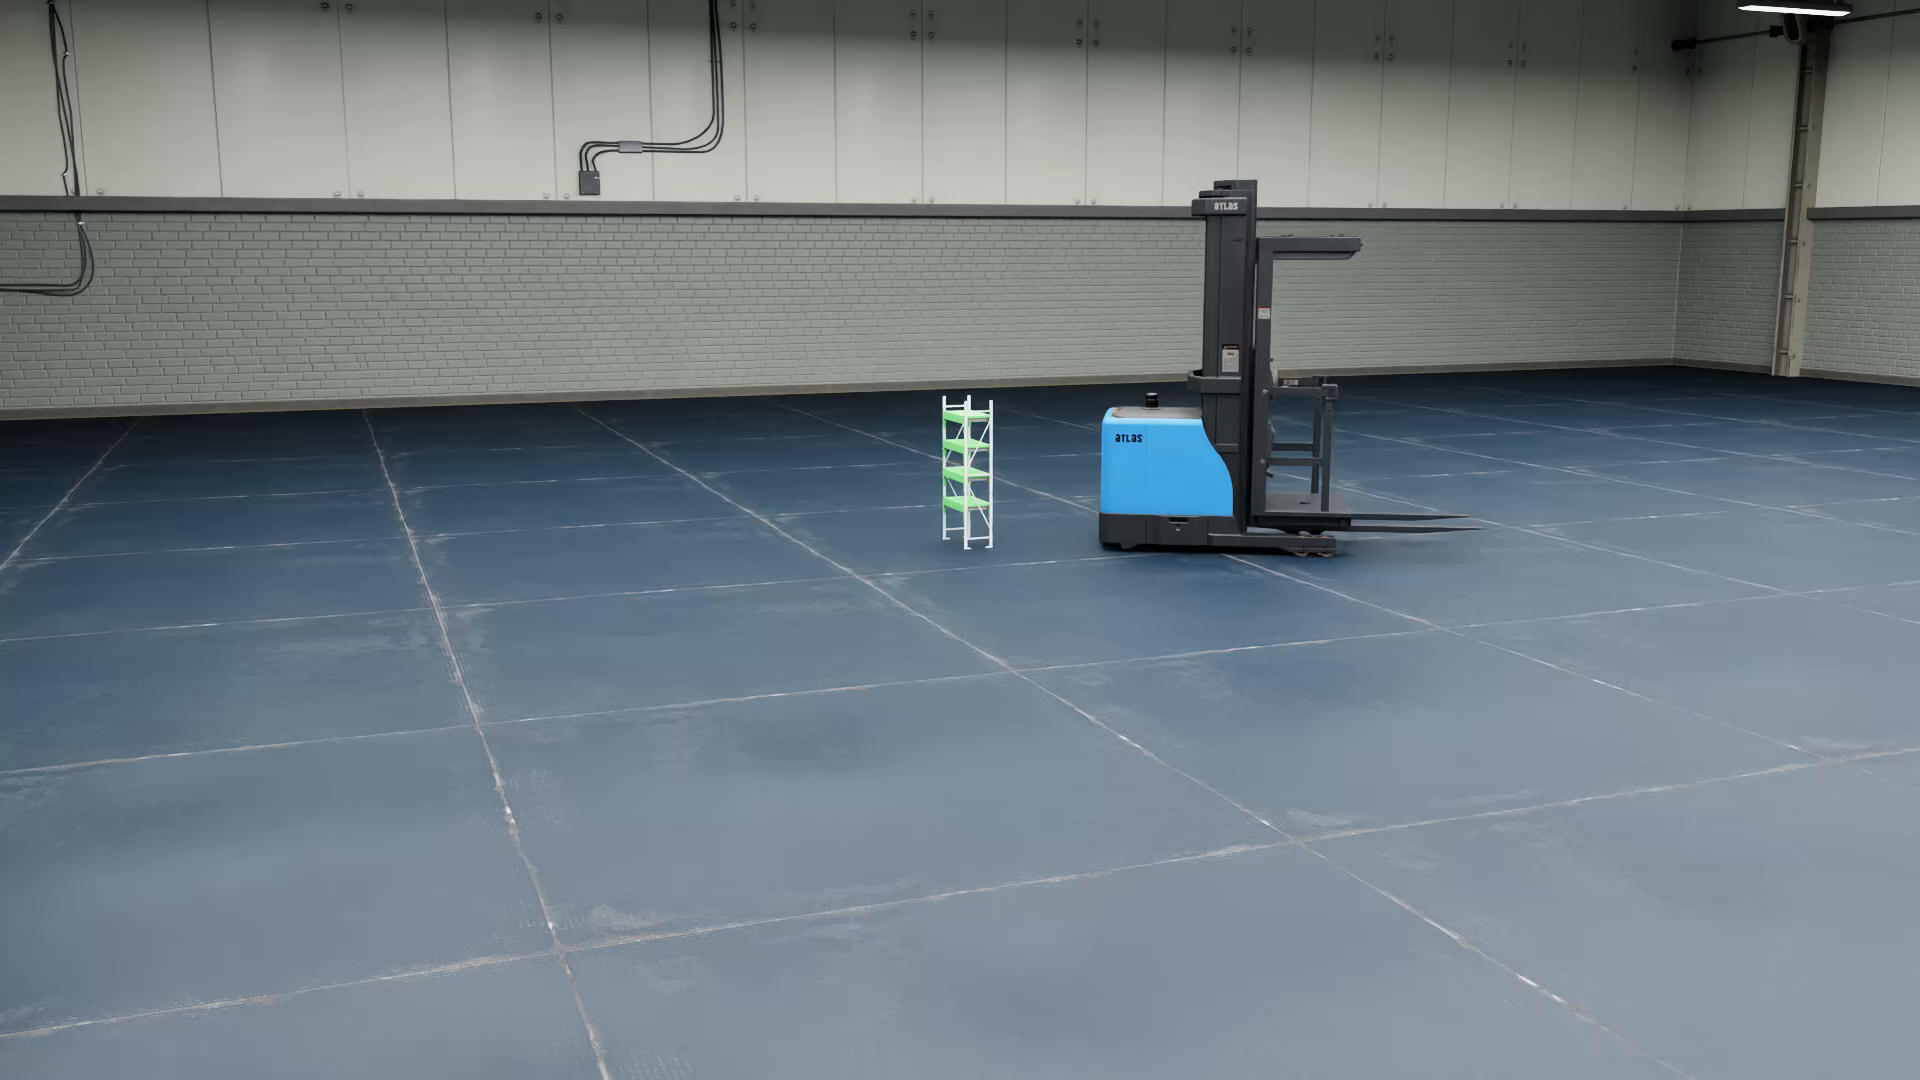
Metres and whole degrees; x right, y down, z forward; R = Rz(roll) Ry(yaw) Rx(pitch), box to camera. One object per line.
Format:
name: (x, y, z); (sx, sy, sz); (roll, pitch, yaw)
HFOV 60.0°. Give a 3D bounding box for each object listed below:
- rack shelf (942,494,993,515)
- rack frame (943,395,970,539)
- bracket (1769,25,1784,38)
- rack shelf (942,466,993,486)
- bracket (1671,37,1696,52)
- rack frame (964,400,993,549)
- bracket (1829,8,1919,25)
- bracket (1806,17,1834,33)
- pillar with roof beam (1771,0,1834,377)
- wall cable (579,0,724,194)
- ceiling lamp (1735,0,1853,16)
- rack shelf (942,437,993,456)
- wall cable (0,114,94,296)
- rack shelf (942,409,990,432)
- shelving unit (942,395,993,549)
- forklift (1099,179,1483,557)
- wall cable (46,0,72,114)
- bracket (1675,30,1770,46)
rack shelf: (0.060, -0.265, 13.716); (0.258, 0.148, 0.480); (-4, 11, -21)
rack frame: (-0.028, -0.604, 13.887); (0.240, 1.200, 0.015); (-4, 11, -21)
bracket: (15.072, -9.343, 30.469); (0.235, 0.232, 0.430); (-4, 11, -21)
rack shelf: (0.060, -0.501, 13.674); (0.258, 0.148, 0.480); (-4, 11, -21)
bracket: (14.213, -9.729, 32.644); (0.235, 0.232, 0.430); (-4, 11, -21)
rack frame: (0.148, -0.524, 13.439); (0.240, 1.200, 0.015); (-4, 11, -21)
bracket: (16.306, -8.787, 27.343); (0.076, 0.066, 4.783); (-4, 11, -21)
bracket: (15.372, -9.207, 29.707); (0.235, 0.232, 0.430); (-4, 11, -21)
pillar with roof beam: (11.540, -7.252, 28.994); (9.100, 9.000, 0.548); (-4, 11, -21)
wall cable: (-4.787, -8.365, 25.541); (2.305, 6.003, 0.169); (-4, 11, -21)
ceiling lamp: (12.330, -9.453, 24.703); (2.000, 3.185, 0.800); (-4, 11, -21)
rack shelf: (0.060, -0.737, 13.632); (0.258, 0.148, 0.480); (-4, 11, -21)
wall cable: (-13.641, -4.562, 22.739); (3.097, 2.526, 0.112); (-4, 11, -21)
rack shelf: (0.060, -0.973, 13.590); (0.258, 0.148, 0.480); (-4, 11, -21)
shelving unit: (0.060, -0.564, 13.663); (0.258, 1.200, 0.503); (-4, 11, -21)
forklift: (2.681, -1.406, 13.458); (3.031, 2.935, 1.130); (1, 10, 7)
wall cable: (-11.120, -7.220, 23.261); (3.097, 2.526, 0.112); (-4, 11, -21)
bracket: (14.427, -9.633, 32.102); (0.076, 0.066, 3.189); (-4, 11, -21)
